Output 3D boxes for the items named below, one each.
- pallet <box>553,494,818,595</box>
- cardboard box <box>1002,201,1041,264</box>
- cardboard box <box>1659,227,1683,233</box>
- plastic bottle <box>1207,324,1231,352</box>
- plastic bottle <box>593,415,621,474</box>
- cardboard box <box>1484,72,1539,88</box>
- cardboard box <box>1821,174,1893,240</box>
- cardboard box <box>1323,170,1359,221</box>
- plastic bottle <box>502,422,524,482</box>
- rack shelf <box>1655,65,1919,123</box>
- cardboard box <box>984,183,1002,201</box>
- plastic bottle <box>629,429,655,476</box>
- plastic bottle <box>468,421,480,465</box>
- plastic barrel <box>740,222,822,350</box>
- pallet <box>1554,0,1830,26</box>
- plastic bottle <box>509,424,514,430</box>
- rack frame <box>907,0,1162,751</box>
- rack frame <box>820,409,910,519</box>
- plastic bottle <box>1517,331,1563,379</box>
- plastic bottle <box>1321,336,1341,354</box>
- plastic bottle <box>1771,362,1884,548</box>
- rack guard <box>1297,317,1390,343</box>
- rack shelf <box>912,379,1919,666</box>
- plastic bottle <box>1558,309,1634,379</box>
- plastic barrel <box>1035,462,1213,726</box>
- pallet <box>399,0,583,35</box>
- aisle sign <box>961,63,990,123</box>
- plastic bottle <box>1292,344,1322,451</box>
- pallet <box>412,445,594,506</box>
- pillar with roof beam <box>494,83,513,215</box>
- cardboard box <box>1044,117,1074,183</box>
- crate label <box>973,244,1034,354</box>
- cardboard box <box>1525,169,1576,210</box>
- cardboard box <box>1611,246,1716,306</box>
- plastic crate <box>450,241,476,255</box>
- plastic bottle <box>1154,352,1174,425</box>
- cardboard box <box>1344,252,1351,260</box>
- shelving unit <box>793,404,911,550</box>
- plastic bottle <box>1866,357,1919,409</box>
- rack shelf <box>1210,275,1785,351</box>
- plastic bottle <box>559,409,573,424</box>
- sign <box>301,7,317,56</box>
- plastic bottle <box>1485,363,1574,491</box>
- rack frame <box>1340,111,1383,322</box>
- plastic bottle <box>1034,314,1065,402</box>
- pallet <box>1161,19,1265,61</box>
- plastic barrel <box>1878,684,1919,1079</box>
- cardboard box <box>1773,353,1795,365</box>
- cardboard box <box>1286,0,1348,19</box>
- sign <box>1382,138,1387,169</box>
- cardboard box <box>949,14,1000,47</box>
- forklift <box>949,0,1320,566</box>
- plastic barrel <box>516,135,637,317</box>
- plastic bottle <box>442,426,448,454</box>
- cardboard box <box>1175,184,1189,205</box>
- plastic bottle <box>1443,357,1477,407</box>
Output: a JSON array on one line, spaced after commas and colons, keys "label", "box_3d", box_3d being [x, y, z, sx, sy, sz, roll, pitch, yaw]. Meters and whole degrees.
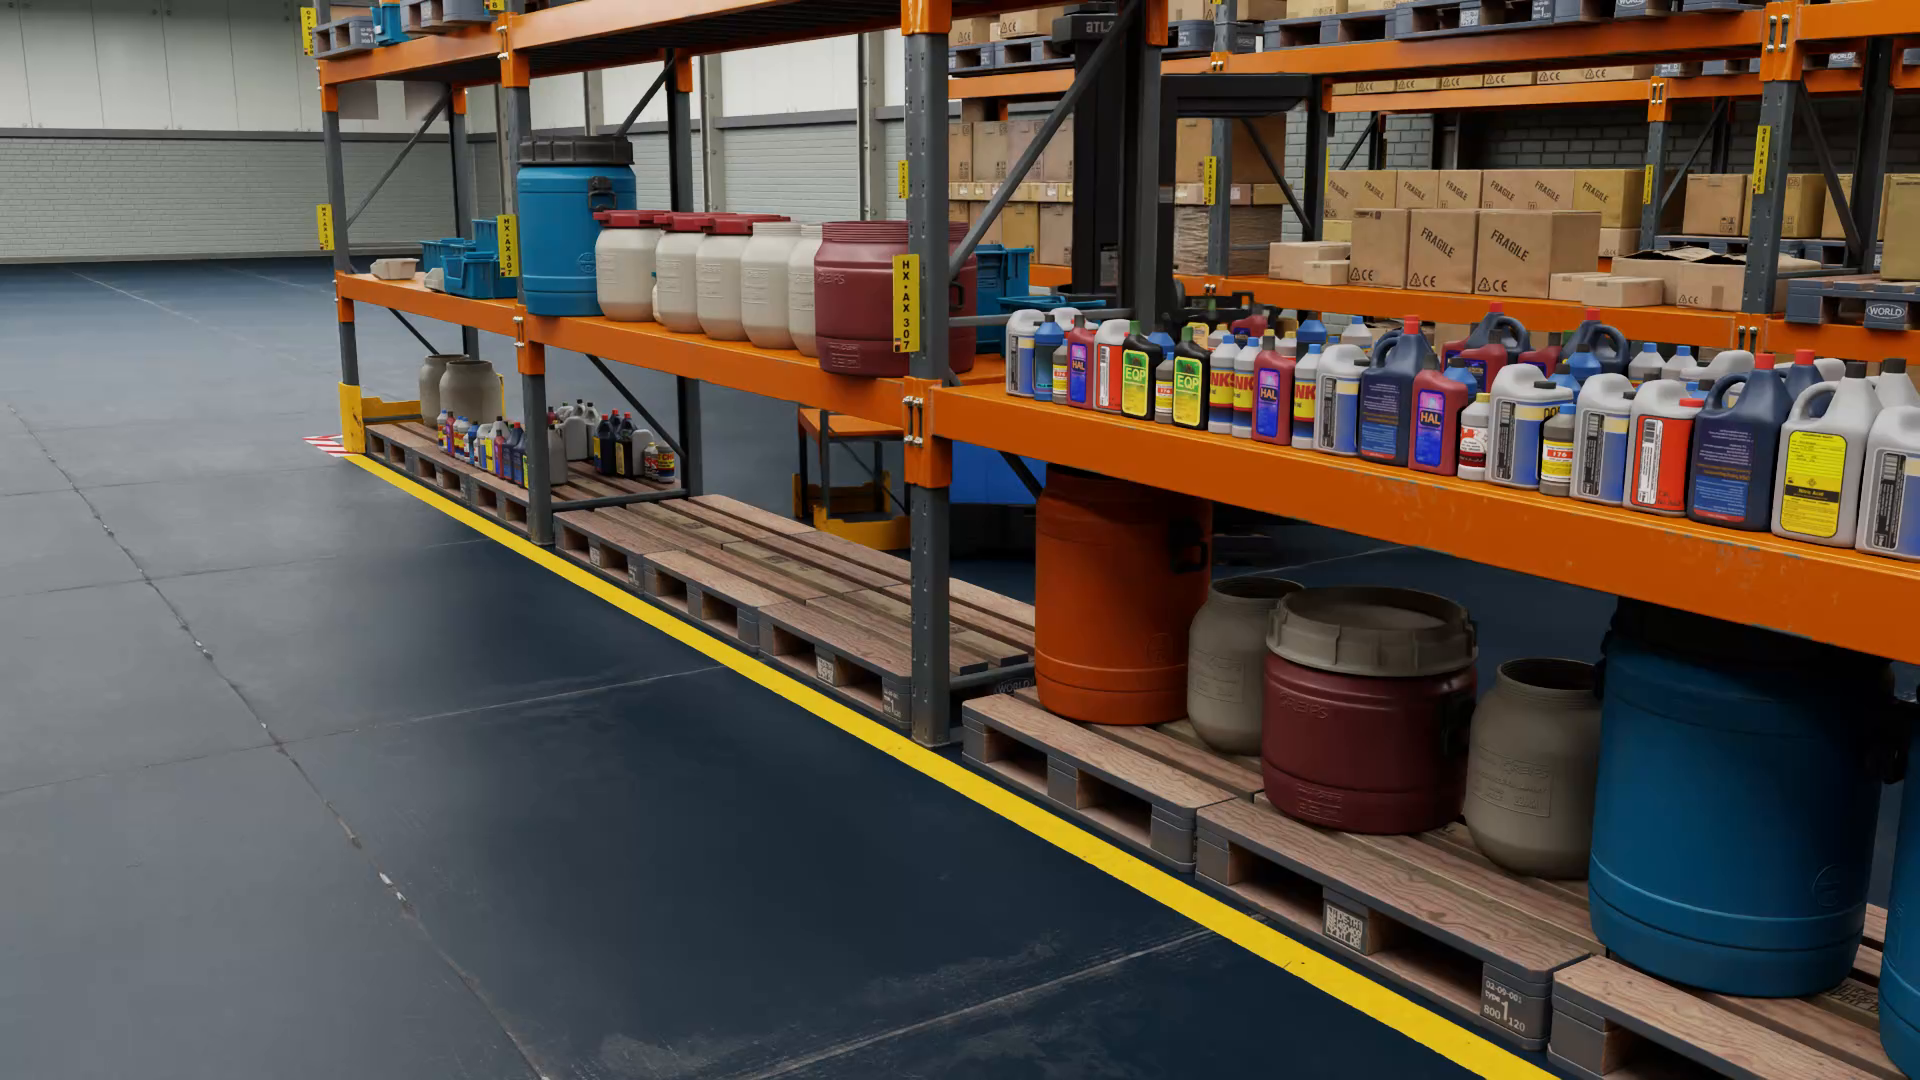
[{"label": "pallet", "box_3d": [-1.475, 0.002, 8.858, 1.003, 0.211, 1.213, -8, 15, -33]}, {"label": "cardboard box", "box_3d": [0.780, -2.575, 13.880, 0.700, 0.500, 0.500, -8, 15, -32]}, {"label": "cardboard box", "box_3d": [6.223, -2.713, 15.052, 0.500, 0.250, 0.500, -8, 15, -32]}, {"label": "plastic bottle", "box_3d": [0.901, -0.643, 5.744, 0.097, 0.201, 0.097, 0, 12, 0]}, {"label": "plastic bottle", "box_3d": [-2.165, -0.592, 10.216, 0.144, 0.351, 0.185, -8, 15, -33]}, {"label": "cardboard box", "box_3d": [5.211, -4.438, 15.332, 0.500, 0.500, 0.500, -9, 15, -35]}, {"label": "cardboard box", "box_3d": [7.253, -2.623, 13.073, 0.700, 0.500, 0.500, -6, 14, -25]}, {"label": "cardboard box", "box_3d": [4.103, -3.562, 17.176, 0.500, 0.500, 0.500, -8, 15, -33]}, {"label": "plastic bottle", "box_3d": [-2.646, -0.531, 9.937, 0.144, 0.351, 0.185, -9, 15, -36]}, {"label": "rack shelf", "box_3d": [7.413, -3.426, 12.670, 1.077, 0.370, 4.000, -8, 15, -33]}, {"label": "cardboard box", "box_3d": [0.428, -2.926, 13.969, 0.380, 0.149, 0.250, -8, 15, -34]}, {"label": "plastic bottle", "box_3d": [-1.956, -0.542, 10.166, 0.152, 0.276, 0.135, -7, 14, -31]}, {"label": "plastic bottle", "box_3d": [-3.056, -0.614, 10.507, 0.097, 0.271, 0.097, 0, 12, 0]}, {"label": "plastic barrel", "box_3d": [-0.708, -1.071, 6.976, 0.421, 0.512, 0.421, 0, 12, 0]}, {"label": "pallet", "box_3d": [3.949, -2.853, 8.806, 1.213, 0.211, 1.003, -7, 14, -30]}, {"label": "plastic bottle", "box_3d": [-2.754, -0.572, 10.283, 0.061, 0.283, 0.133, -8, 15, -33]}, {"label": "rack frame", "box_3d": [0.273, -0.784, 5.924, 1.000, 3.000, 0.127, -8, 15, -33]}, {"label": "rack frame", "box_3d": [-0.505, -0.683, 8.976, 0.500, 1.500, 0.032, -3, 13, -12]}, {"label": "plastic bottle", "box_3d": [1.612, -0.438, 4.617, 0.061, 0.283, 0.133, -8, 15, -33]}, {"label": "plastic bottle", "box_3d": [1.191, -0.550, 5.319, 0.097, 0.201, 0.097, 0, 12, 0]}, {"label": "plastic bottle", "box_3d": [1.708, -0.173, 3.247, 0.144, 0.351, 0.185, -8, 15, -33]}, {"label": "rack guard", "box_3d": [4.130, -2.144, 17.998, 1.175, 0.500, 0.348, -8, 15, -33]}, {"label": "rack shelf", "box_3d": [1.381, -0.077, 4.375, 1.077, 0.370, 4.000, -8, 15, -33]}, {"label": "plastic bottle", "box_3d": [1.716, -0.445, 4.491, 0.144, 0.351, 0.185, -8, 15, -33]}, {"label": "plastic barrel", "box_3d": [0.559, 0.156, 5.723, 0.600, 0.830, 0.708, -8, 15, -33]}, {"label": "pallet", "box_3d": [-2.424, -2.985, 9.411, 1.213, 0.211, 1.003, -8, 15, -33]}, {"label": "aisle sign", "box_3d": [0.175, -4.109, 15.043, 0.394, 0.787, 0.004, -8, 15, -33]}, {"label": "plastic bottle", "box_3d": [0.925, -0.376, 4.363, 0.097, 0.271, 0.097, 0, 12, 0]}, {"label": "pallet", "box_3d": [-2.960, -0.474, 11.037, 1.003, 0.211, 1.213, -8, 15, -33]}, {"label": "pillar with roof beam", "box_3d": [-15.009, -11.114, 39.119, 9.100, 9.000, 0.548, -8, 15, -33]}, {"label": "cardboard box", "box_3d": [1.097, -3.109, 13.288, 0.700, 0.500, 0.500, -8, 15, -33]}, {"label": "crate label", "box_3d": [-0.052, -1.010, 6.875, 0.502, 0.435, 0.616, -8, 15, -33]}, {"label": "cardboard box", "box_3d": [5.504, -3.106, 15.093, 0.500, 0.500, 0.500, -8, 15, -33]}, {"label": "cardboard box", "box_3d": [4.065, -1.508, 9.444, 0.500, 0.311, 0.500, -8, 15, -33]}, {"label": "plastic crate", "box_3d": [-3.278, -1.964, 11.670, 0.499, 0.251, 0.408, -8, 15, -33]}, {"label": "plastic bottle", "box_3d": [0.616, -0.442, 4.825, 0.097, 0.201, 0.097, 0, 12, 0]}, {"label": "cardboard box", "box_3d": [2.823, -1.880, 11.254, 0.396, 0.266, 0.258, -9, 15, -34]}, {"label": "shelving unit", "box_3d": [-0.610, -0.788, 9.453, 0.587, 1.500, 1.083, -3, 13, -12]}, {"label": "plastic bottle", "box_3d": [1.828, -0.190, 3.325, 0.144, 0.351, 0.185, -8, 15, -33]}, {"label": "rack shelf", "box_3d": [3.291, -1.374, 10.306, 1.077, 0.370, 4.000, -8, 15, -33]}, {"label": "plastic bottle", "box_3d": [-2.583, -0.743, 11.085, 0.152, 0.276, 0.135, -9, 15, -34]}, {"label": "sign", "box_3d": [-4.619, -3.612, 11.815, 0.100, 0.325, 0.005, -8, 15, -33]}, {"label": "plastic bottle", "box_3d": [1.317, -0.263, 3.835, 0.152, 0.276, 0.135, -8, 15, -33]}, {"label": "rack frame", "box_3d": [4.088, -3.379, 17.793, 1.000, 3.000, 0.127, -8, 15, -33]}, {"label": "plastic bottle", "box_3d": [0.285, -0.582, 5.302, 0.097, 0.271, 0.097, 0, 12, 0]}, {"label": "pallet", "box_3d": [1.689, -3.651, 12.224, 1.003, 0.211, 1.213, -8, 15, -33]}, {"label": "plastic barrel", "box_3d": [2.202, 0.649, 3.302, 0.600, 0.901, 0.708, -8, 15, -33]}, {"label": "cardboard box", "box_3d": [7.054, -1.447, 13.777, 0.700, 0.500, 0.500, -8, 15, -34]}, {"label": "cardboard box", "box_3d": [2.516, -3.567, 11.000, 0.500, 0.250, 0.500, -6, 14, -27]}, {"label": "sign", "box_3d": [4.562, -4.161, 17.919, 0.100, 0.325, 0.005, -8, 15, -33]}, {"label": "cardboard box", "box_3d": [0.281, -4.479, 14.248, 0.797, 0.503, 0.637, -7, 14, -29]}, {"label": "forklift", "box_3d": [1.315, -1.415, 8.970, 3.031, 2.935, 1.130, 1, 12, 3]}, {"label": "plastic barrel", "box_3d": [-1.981, -1.635, 8.646, 0.600, 0.901, 0.708, -8, 15, -33]}, {"label": "plastic bottle", "box_3d": [-3.357, -0.677, 10.955, 0.097, 0.201, 0.097, 0, 12, 0]}, {"label": "cardboard box", "box_3d": [1.718, -2.514, 12.083, 0.380, 0.149, 0.250, -8, 15, -34]}, {"label": "plastic bottle", "box_3d": [1.207, -0.309, 4.057, 0.097, 0.271, 0.097, 0, 12, 0]}]
